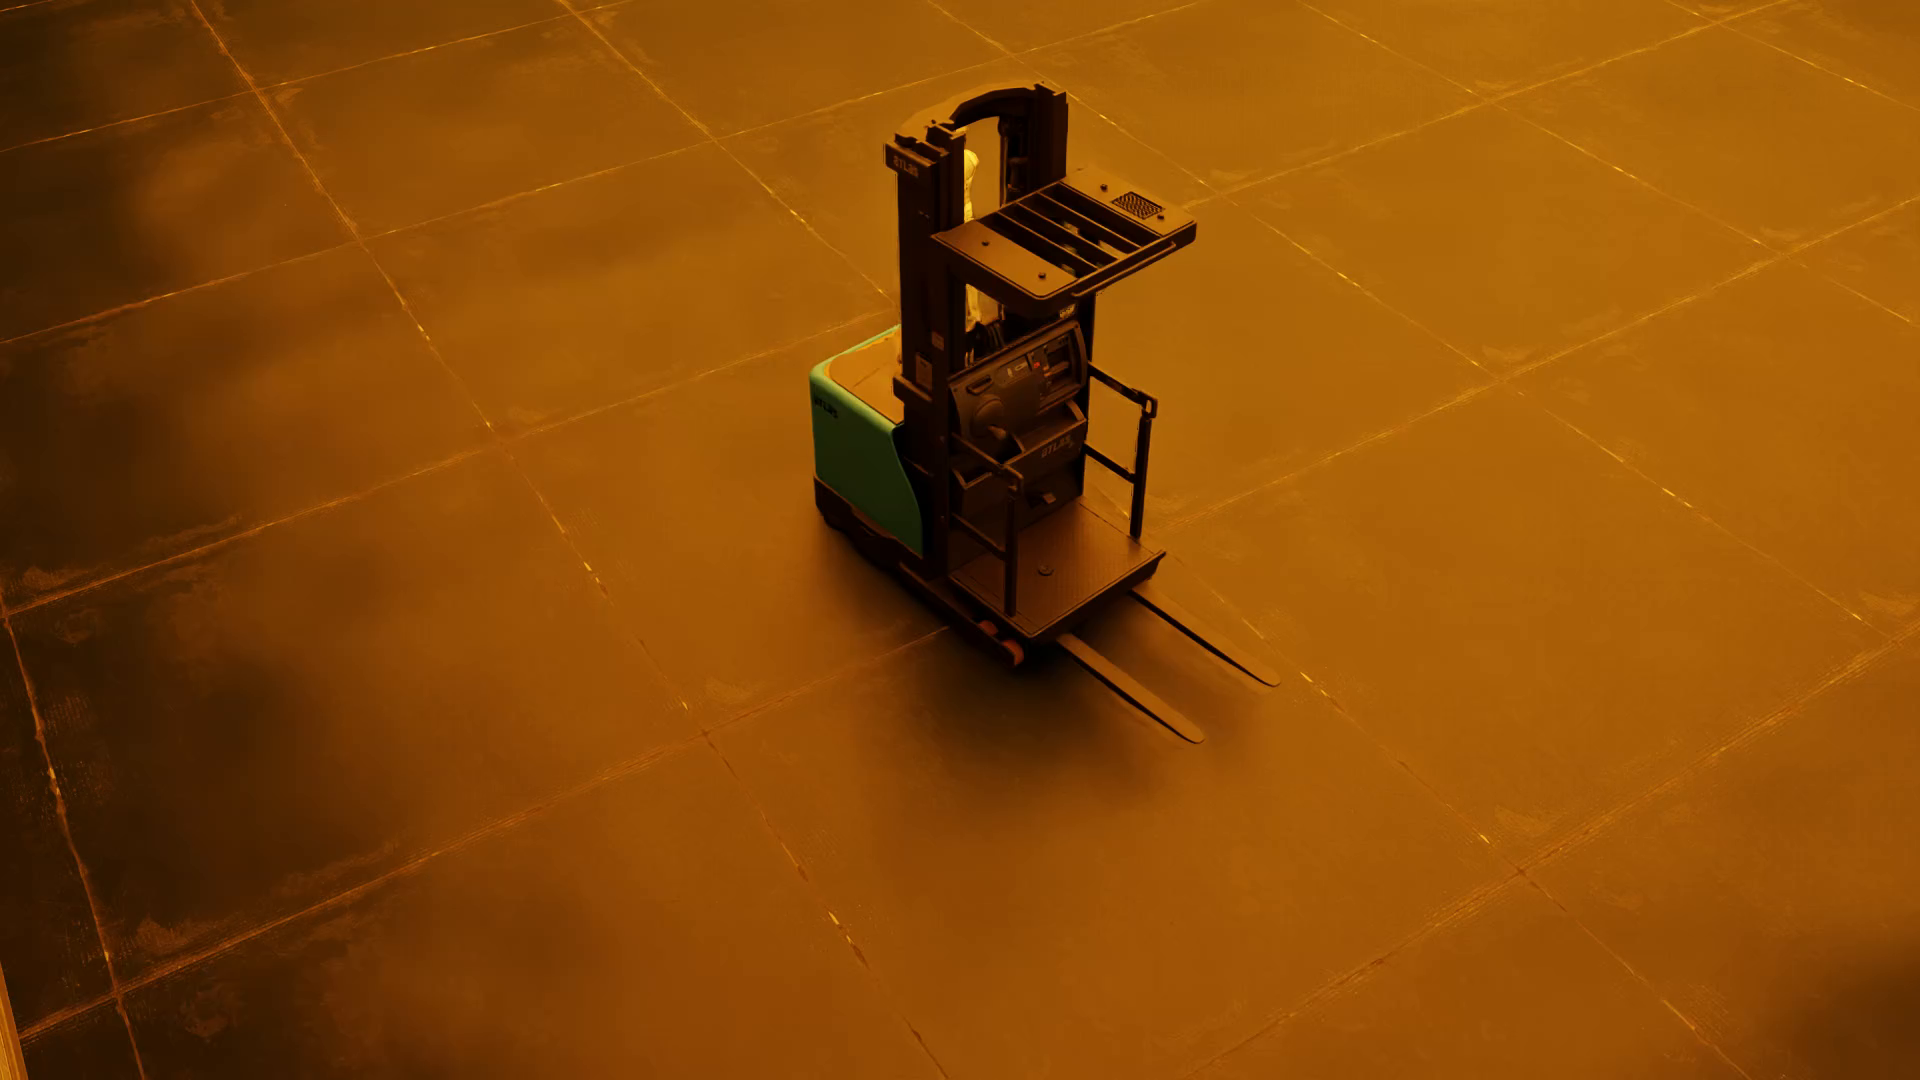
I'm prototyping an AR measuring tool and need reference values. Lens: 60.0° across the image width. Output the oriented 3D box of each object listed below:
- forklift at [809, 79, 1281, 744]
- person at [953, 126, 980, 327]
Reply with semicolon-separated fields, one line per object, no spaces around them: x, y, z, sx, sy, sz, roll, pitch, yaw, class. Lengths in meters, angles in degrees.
0.464;-0.774;8.757;1.130;2.935;3.031;-30;50;-30;forklift
-0.100;-2.158;11.398;0.517;1.590;0.853;-18;44;-19;person
